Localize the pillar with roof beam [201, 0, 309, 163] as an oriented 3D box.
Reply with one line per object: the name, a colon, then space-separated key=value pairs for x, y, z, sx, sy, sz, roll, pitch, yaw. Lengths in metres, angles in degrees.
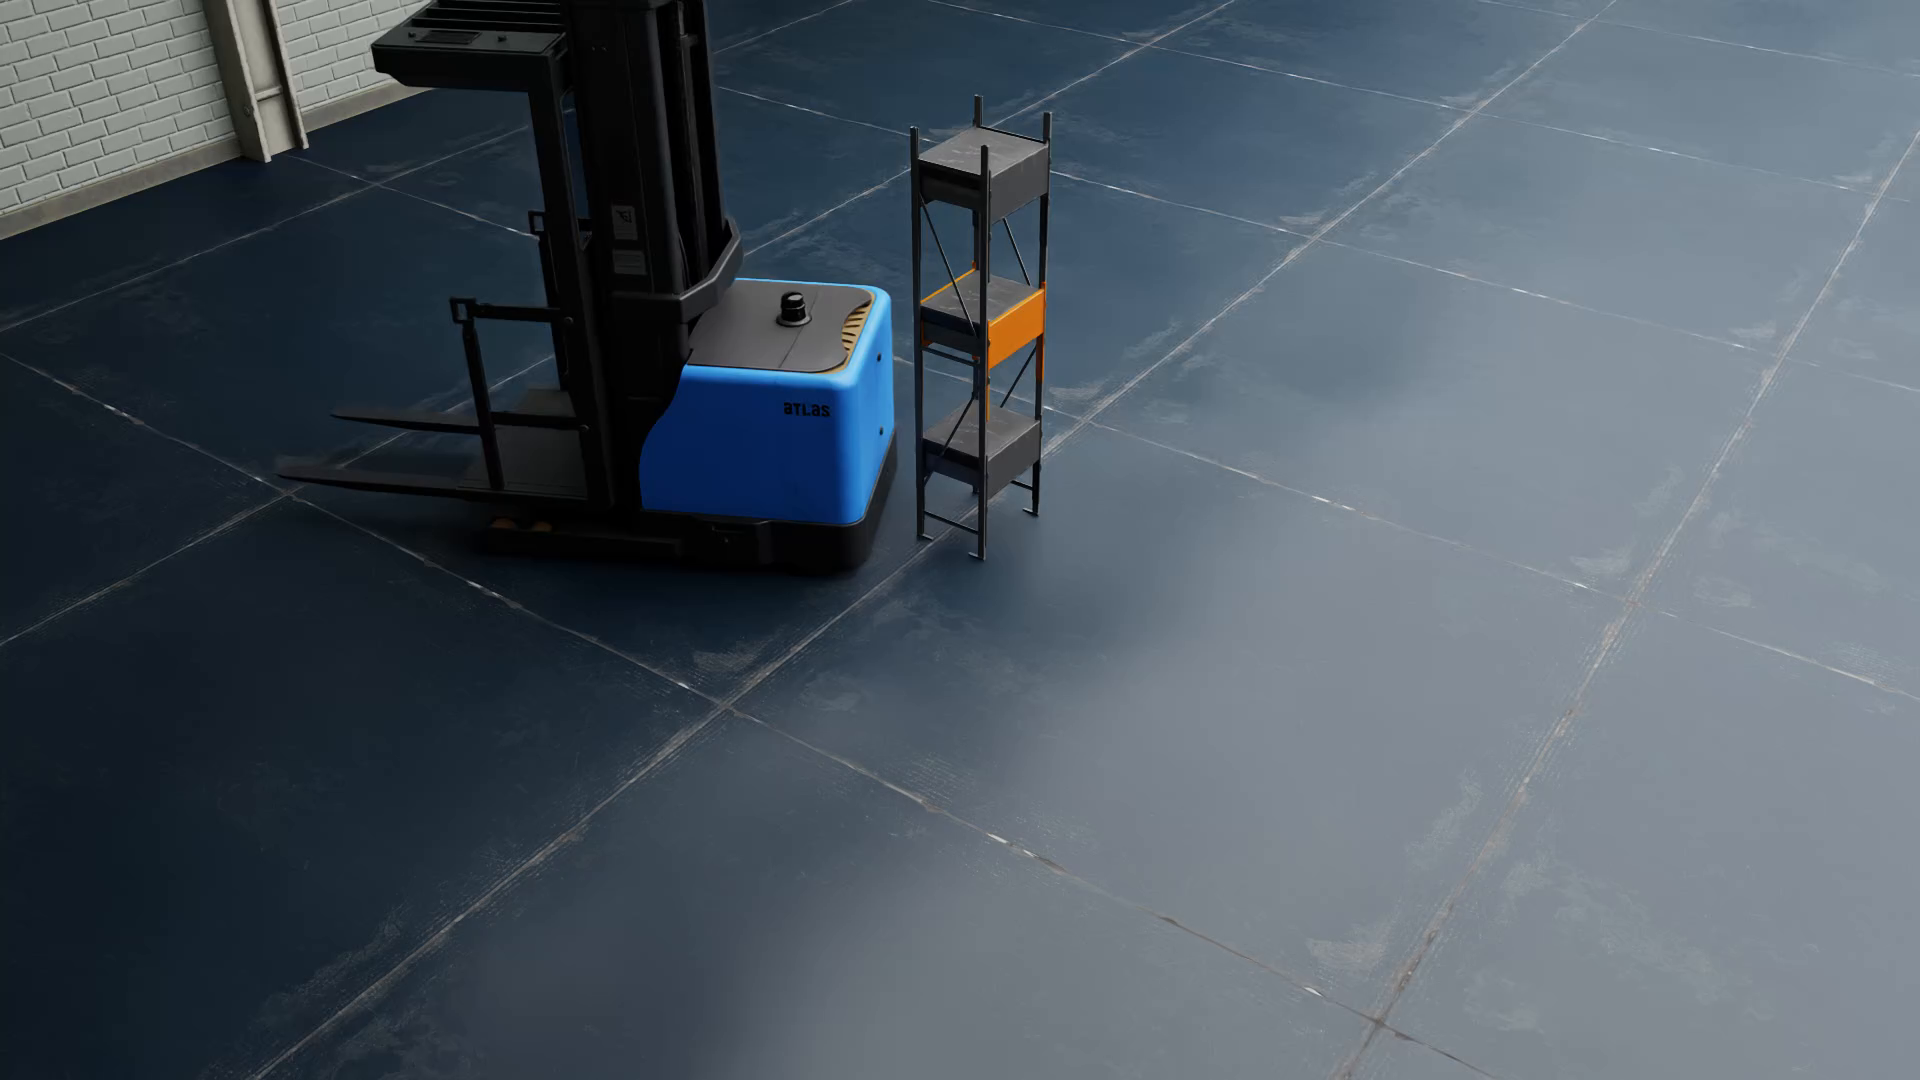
pillar with roof beam: x=-1.664 y=-5.309 z=8.068 sx=9.100 sy=9.000 sz=0.400 roll=21 pitch=39 yaw=28

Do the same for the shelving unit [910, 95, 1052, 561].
shelving unit: x=0.094 y=-0.946 z=7.774 sx=0.431 sy=2.100 sz=0.503 roll=21 pitch=39 yaw=28

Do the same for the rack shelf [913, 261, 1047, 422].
rack shelf: x=0.094 y=-0.935 z=7.782 sx=0.431 sy=0.518 sz=0.480 roll=21 pitch=39 yaw=28

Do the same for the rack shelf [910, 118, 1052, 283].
rack shelf: x=0.094 y=-1.515 z=7.390 sx=0.431 sy=0.518 sz=0.480 roll=21 pitch=39 yaw=28

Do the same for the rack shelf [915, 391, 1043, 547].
rack shelf: x=0.094 y=-0.355 z=8.174 sx=0.431 sy=0.518 sz=0.480 roll=21 pitch=39 yaw=28

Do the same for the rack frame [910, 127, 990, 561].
rack frame: x=-0.045 y=-0.834 z=7.608 sx=0.400 sy=2.100 sz=0.015 roll=21 pitch=39 yaw=28

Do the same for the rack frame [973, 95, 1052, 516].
rack frame: x=0.234 y=-1.058 z=7.940 sx=0.400 sy=2.100 sz=0.015 roll=21 pitch=39 yaw=28

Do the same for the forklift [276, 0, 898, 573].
forklift: x=-1.887 y=-1.423 z=7.738 sx=3.031 sy=2.935 sz=1.130 roll=5 pitch=34 yaw=7
